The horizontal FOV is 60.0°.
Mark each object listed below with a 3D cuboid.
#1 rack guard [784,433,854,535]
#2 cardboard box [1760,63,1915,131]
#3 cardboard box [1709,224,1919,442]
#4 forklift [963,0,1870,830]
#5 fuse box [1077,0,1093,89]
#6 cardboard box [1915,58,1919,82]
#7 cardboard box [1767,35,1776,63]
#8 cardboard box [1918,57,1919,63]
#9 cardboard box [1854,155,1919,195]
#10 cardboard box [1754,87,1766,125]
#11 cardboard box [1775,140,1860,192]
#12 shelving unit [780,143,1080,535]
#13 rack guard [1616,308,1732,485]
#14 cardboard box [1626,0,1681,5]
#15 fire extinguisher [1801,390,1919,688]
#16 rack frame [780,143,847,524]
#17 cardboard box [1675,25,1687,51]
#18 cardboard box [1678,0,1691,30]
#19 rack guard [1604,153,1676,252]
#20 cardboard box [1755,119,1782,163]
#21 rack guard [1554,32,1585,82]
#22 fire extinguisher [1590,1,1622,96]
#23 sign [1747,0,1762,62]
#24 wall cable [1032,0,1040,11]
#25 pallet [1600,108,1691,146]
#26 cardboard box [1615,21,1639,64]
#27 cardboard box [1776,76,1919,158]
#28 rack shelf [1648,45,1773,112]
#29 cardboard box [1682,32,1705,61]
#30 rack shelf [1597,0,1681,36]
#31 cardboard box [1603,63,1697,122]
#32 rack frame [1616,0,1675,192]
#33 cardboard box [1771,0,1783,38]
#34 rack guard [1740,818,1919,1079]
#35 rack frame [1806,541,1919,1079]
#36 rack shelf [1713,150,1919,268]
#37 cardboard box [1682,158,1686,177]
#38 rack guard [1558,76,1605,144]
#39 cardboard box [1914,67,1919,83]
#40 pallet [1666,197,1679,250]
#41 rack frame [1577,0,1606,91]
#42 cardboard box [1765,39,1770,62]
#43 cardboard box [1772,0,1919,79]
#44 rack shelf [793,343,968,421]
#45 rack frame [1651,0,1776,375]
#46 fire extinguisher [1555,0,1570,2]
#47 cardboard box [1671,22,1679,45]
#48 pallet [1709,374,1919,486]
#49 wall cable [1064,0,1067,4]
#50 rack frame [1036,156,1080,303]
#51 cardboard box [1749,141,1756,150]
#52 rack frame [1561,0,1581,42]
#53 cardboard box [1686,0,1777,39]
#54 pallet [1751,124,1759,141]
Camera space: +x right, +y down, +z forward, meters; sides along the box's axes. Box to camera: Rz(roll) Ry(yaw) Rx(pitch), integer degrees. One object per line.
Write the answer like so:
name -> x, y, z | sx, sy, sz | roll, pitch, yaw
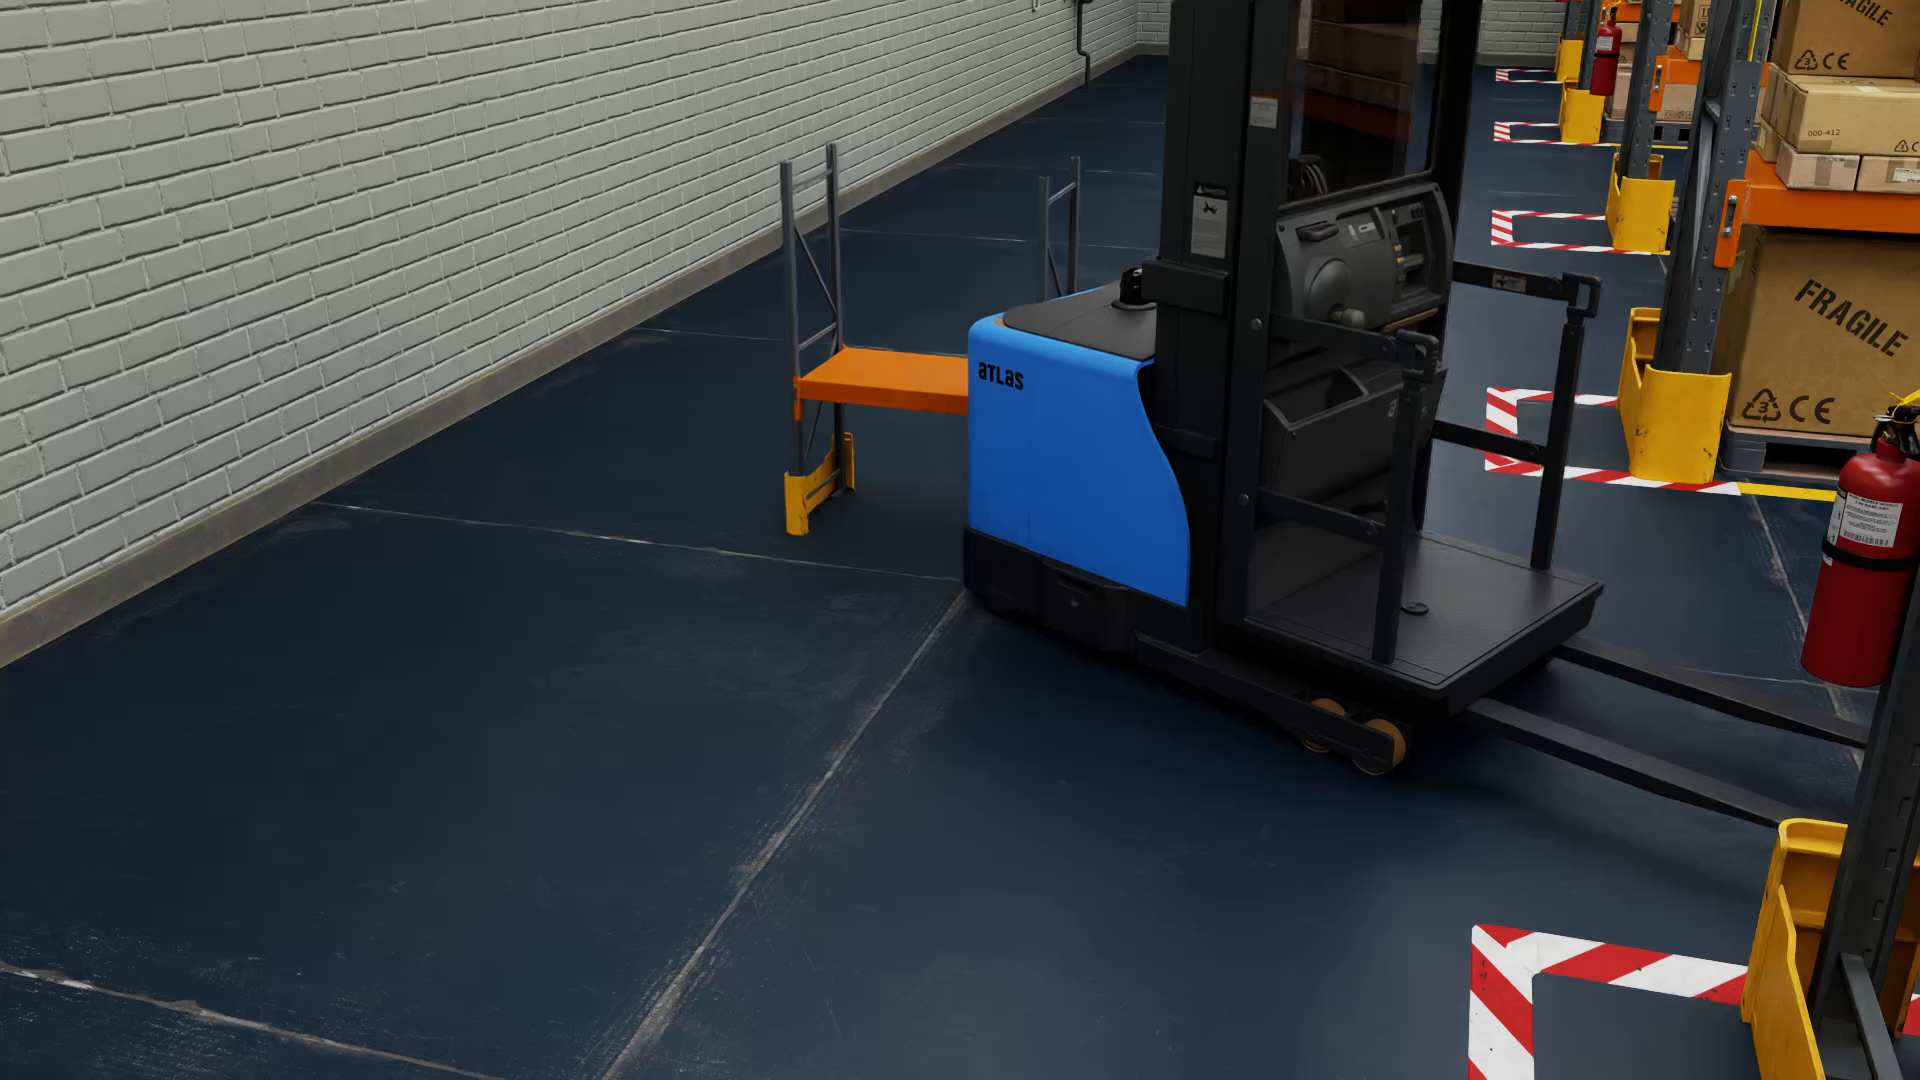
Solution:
rack guard -> -0.590, -0.245, 7.039 | 0.087, 0.250, 0.587 | 7, 23, 17
cardboard box -> 3.898, -1.965, 7.414 | 0.500, 0.250, 0.500 | 6, 23, 15
cardboard box -> 3.994, -1.024, 7.559 | 0.875, 0.875, 0.875 | 7, 23, 16
forklift -> 1.414, -0.866, 5.020 | 3.031, 2.935, 1.130 | 21, 30, 41
fuse box -> 1.562, -6.215, 19.666 | 0.414, 1.711, 0.539 | 7, 23, 16
cardboard box -> 4.218, -2.063, 6.665 | 0.500, 0.500, 0.500 | 6, 23, 14
cardboard box -> 5.600, -3.312, 11.222 | 0.250, 0.149, 0.380 | 6, 23, 14
cardboard box -> 6.369, -3.257, 11.089 | 0.250, 0.149, 0.380 | 6, 23, 14
cardboard box -> 3.848, -1.551, 6.929 | 0.250, 0.149, 0.380 | 6, 23, 15
cardboard box -> 7.760, -4.330, 16.195 | 0.875, 0.438, 0.875 | 7, 23, 17
cardboard box -> 3.602, -1.578, 6.997 | 0.250, 0.149, 0.380 | 7, 23, 16
shelving unit -> -0.117, -0.765, 6.658 | 1.083, 1.500, 0.587 | 7, 23, 17
rack guard -> 3.335, -0.700, 7.817 | 0.348, 0.500, 1.175 | 7, 23, 16
cardboard box -> 6.597, -5.343, 15.712 | 0.500, 0.500, 0.500 | 6, 23, 15
fire extinguisher -> 1.914, -0.027, 3.477 | 0.183, 0.674, 0.296 | 7, 23, 16
rack frame -> -0.591, -0.824, 6.802 | 0.032, 1.500, 0.500 | 7, 23, 17
cardboard box -> 5.281, -3.595, 11.913 | 0.250, 0.149, 0.380 | 7, 23, 16
cardboard box -> 5.392, -3.873, 11.735 | 0.500, 0.500, 0.500 | 7, 23, 17
rack guard -> 4.960, -2.480, 12.156 | 0.348, 0.500, 1.175 | 7, 23, 16
cardboard box -> 3.794, -1.818, 7.580 | 0.250, 0.149, 0.380 | 7, 23, 17
rack guard -> 7.723, -6.093, 20.966 | 0.348, 0.500, 1.175 | 7, 23, 16
fire extinguisher -> 4.779, -3.631, 12.264 | 0.183, 0.674, 0.296 | 7, 23, 16
sign -> 3.192, -2.090, 6.667 | 0.005, 0.325, 0.100 | 7, 23, 16
wall cable -> 0.815, -6.548, 17.401 | 0.123, 1.953, 0.585 | 7, 23, 16
pallet -> 7.009, -4.105, 16.499 | 1.213, 0.211, 1.003 | 7, 23, 16
cardboard box -> 8.209, -6.196, 20.658 | 0.637, 0.503, 0.797 | 6, 23, 13
cardboard box -> 3.739, -1.771, 6.941 | 0.500, 0.250, 0.500 | 6, 23, 14
rack shelf -> 6.802, -3.092, 11.304 | 4.000, 0.370, 1.077 | 7, 23, 16
cardboard box -> 5.103, -3.374, 11.373 | 0.250, 0.149, 0.380 | 6, 23, 15
rack shelf -> 8.135, -4.902, 15.716 | 4.000, 0.370, 1.077 | 7, 23, 16
cardboard box -> 6.881, -4.427, 16.433 | 0.875, 0.438, 0.875 | 6, 23, 14
rack frame -> 4.887, -3.645, 11.702 | 0.127, 3.000, 1.000 | 7, 23, 16
cardboard box -> 5.757, -3.629, 11.142 | 0.500, 0.500, 0.500 | 7, 23, 16
rack guard -> 1.900, 1.105, 3.418 | 0.348, 0.500, 1.175 | 7, 23, 16
rack frame -> 1.927, -0.054, 2.949 | 0.127, 3.000, 1.000 | 7, 23, 16
rack shelf -> 5.273, -1.301, 6.938 | 4.000, 0.370, 1.077 | 7, 23, 16
cardboard box -> 5.475, -2.703, 12.219 | 0.250, 0.149, 0.380 | 6, 23, 14
rack guard -> 6.197, -4.300, 16.595 | 0.348, 0.500, 1.175 | 7, 23, 16
cardboard box -> 4.384, -1.909, 7.278 | 0.500, 0.250, 0.500 | 6, 23, 15
pallet -> 5.728, -2.244, 11.963 | 1.213, 0.211, 1.003 | 7, 23, 16
rack frame -> 6.220, -5.454, 16.114 | 0.127, 3.000, 1.000 | 7, 23, 16
cardboard box -> 5.358, -3.361, 11.342 | 0.250, 0.149, 0.380 | 7, 23, 17
cardboard box -> 3.900, -2.311, 7.268 | 0.500, 0.500, 0.500 | 7, 23, 16
rack shelf -> -0.108, -0.597, 6.724 | 1.000, 0.185, 0.538 | 7, 23, 17
rack frame -> 3.358, -1.853, 7.336 | 0.127, 3.000, 1.000 | 7, 23, 16
fire extinguisher -> 7.376, -6.898, 20.227 | 0.183, 0.674, 0.296 | 7, 23, 16
cardboard box -> 9.016, -6.086, 20.396 | 0.500, 0.500, 0.700 | 8, 23, 18
pallet -> 4.146, -0.504, 7.721 | 1.213, 0.211, 1.003 | 7, 23, 16
wall cable -> 1.214, -7.050, 18.667 | 0.122, 1.984, 0.588 | 7, 23, 16
rack frame -> 0.375, -0.703, 6.509 | 0.032, 1.500, 0.500 | 7, 23, 17
cardboard box -> 5.691, -2.781, 12.016 | 0.250, 0.149, 0.380 | 7, 23, 17
rack frame -> 7.651, -7.258, 20.511 | 0.127, 3.000, 1.000 | 7, 23, 16
cardboard box -> 5.237, -3.679, 11.262 | 0.500, 0.500, 0.500 | 8, 24, 18
pallet -> 8.173, -3.970, 16.171 | 1.213, 0.211, 1.003 | 7, 23, 16
